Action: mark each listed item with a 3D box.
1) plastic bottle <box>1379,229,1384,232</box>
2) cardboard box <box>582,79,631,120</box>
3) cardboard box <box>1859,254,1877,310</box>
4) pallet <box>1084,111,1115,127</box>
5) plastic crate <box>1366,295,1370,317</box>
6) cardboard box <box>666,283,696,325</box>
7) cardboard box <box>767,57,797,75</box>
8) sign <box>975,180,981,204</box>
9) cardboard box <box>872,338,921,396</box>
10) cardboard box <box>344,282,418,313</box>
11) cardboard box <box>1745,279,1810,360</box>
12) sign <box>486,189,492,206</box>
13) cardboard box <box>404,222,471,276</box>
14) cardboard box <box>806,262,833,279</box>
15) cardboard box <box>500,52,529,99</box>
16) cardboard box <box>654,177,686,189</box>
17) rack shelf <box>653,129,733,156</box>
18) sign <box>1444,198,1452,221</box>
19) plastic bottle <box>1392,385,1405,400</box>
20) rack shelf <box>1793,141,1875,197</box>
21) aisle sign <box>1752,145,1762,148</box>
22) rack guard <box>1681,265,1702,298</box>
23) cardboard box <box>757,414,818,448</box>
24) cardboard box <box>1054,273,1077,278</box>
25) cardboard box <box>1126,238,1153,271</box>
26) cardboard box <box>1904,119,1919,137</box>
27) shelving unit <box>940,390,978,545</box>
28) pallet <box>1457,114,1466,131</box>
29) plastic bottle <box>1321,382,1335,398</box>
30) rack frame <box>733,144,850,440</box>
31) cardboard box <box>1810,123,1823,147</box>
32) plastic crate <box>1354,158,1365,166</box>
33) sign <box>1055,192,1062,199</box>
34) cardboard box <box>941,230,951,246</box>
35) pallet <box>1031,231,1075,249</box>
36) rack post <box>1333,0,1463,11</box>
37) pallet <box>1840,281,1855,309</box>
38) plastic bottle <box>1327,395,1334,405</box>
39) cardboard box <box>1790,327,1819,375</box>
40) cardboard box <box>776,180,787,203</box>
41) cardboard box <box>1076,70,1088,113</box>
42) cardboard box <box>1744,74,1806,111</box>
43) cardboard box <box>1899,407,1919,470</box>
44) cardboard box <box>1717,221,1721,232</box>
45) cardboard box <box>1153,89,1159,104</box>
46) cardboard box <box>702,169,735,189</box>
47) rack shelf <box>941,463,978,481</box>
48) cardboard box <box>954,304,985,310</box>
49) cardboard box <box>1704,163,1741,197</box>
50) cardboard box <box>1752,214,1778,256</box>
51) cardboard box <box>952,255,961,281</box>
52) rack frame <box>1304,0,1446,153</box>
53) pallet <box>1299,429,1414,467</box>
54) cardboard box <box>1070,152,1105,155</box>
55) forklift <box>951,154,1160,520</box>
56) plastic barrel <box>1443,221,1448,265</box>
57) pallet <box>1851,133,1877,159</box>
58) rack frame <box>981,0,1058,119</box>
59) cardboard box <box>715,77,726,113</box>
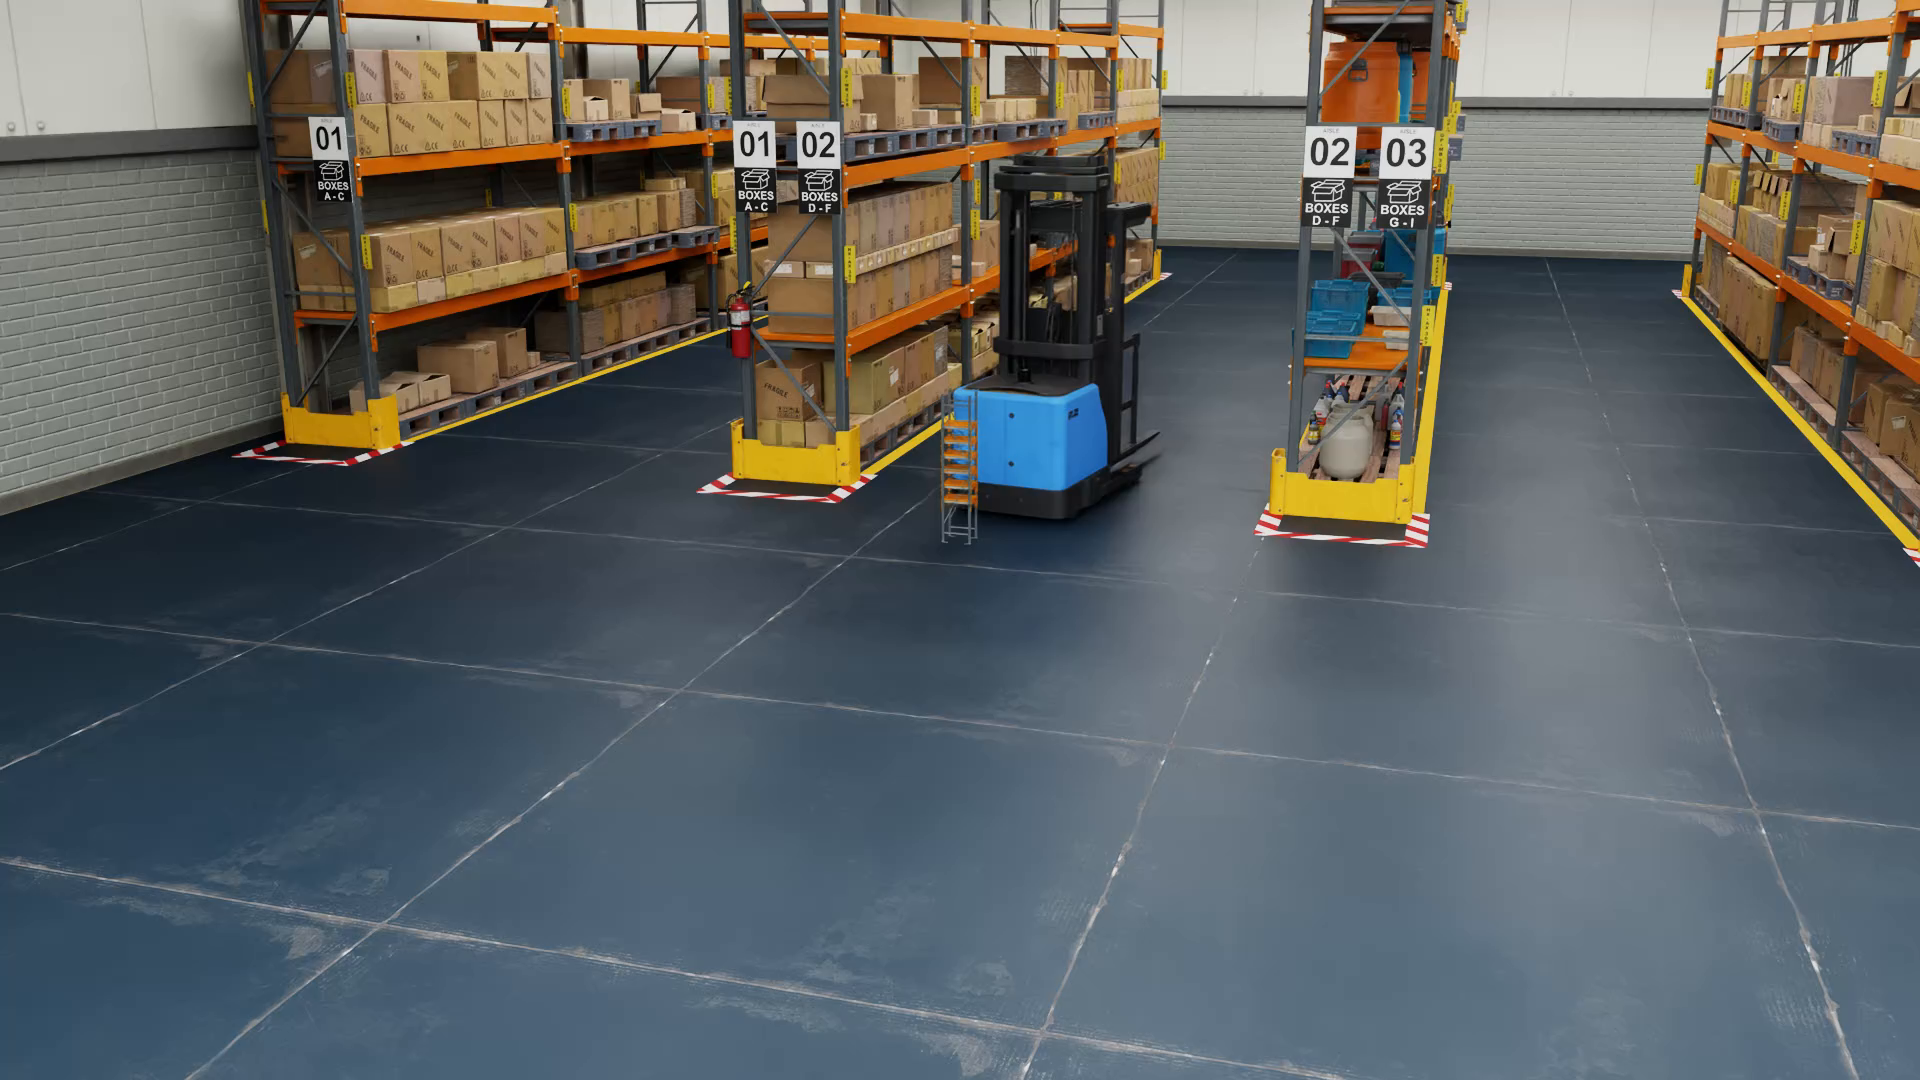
[{"bbox_3d":[5.741,-4.151,22.681,0.061,0.283,0.133,5,16,16],"label":"plastic bottle"},{"bbox_3d":[-4.533,-5.606,21.149,0.500,0.500,0.500,4,16,14],"label":"cardboard box"},{"bbox_3d":[8.944,-2.380,15.494,0.875,0.500,0.500,5,16,16],"label":"cardboard box"},{"bbox_3d":[1.655,-6.351,25.071,1.213,0.211,1.003,5,16,16],"label":"pallet"},{"bbox_3d":[3.726,-2.250,16.155,0.450,0.188,0.662,5,16,16],"label":"plastic crate"},{"bbox_3d":[-4.134,-3.317,23.301,0.700,0.500,0.500,5,17,17],"label":"cardboard box"},{"bbox_3d":[-2.868,-7.729,27.534,0.500,0.500,0.500,4,16,15],"label":"cardboard box"},{"bbox_3d":[0.248,-4.676,22.340,0.100,0.325,0.005,5,16,16],"label":"sign"},{"bbox_3d":[-0.708,-1.779,17.001,0.500,0.500,0.500,5,16,16],"label":"cardboard box"},{"bbox_3d":[-5.810,-2.448,16.701,0.500,0.250,0.500,4,16,14],"label":"cardboard box"},{"bbox_3d":[10.484,-2.707,20.499,1.225,0.875,0.875,4,16,13],"label":"cardboard box"},{"bbox_3d":[-5.649,-4.053,20.000,0.100,0.325,0.005,5,16,16],"label":"sign"},{"bbox_3d":[-5.526,-3.070,17.521,0.500,0.500,0.500,4,16,14],"label":"cardboard box"},{"bbox_3d":[-1.184,-2.470,15.170,0.380,0.149,0.250,5,16,15],"label":"cardboard box"},{"bbox_3d":[-5.145,-5.139,18.400,0.500,0.500,0.500,6,17,19],"label":"cardboard box"},{"bbox_3d":[-4.048,-4.980,23.210,0.380,0.149,0.250,2,16,9],"label":"cardboard box"},{"bbox_3d":[-3.411,-6.121,25.232,1.077,0.370,4.000,5,16,16],"label":"rack shelf"},{"bbox_3d":[7.183,-4.869,24.490,0.100,0.325,0.005,5,16,16],"label":"sign"},{"bbox_3d":[4.421,-1.382,16.752,0.144,0.351,0.185,4,16,13],"label":"plastic bottle"},{"bbox_3d":[9.700,-3.922,17.480,1.077,0.370,4.000,5,16,16],"label":"rack shelf"},{"bbox_3d":[12.850,-6.687,26.645,0.394,0.787,0.004,5,16,16],"label":"aisle sign"},{"bbox_3d":[12.548,-4.245,27.378,1.175,0.500,0.348,5,16,16],"label":"rack guard"},{"bbox_3d":[-1.633,-1.067,15.862,0.500,0.250,0.500,5,16,16],"label":"cardboard box"},{"bbox_3d":[1.609,-3.628,24.399,0.500,0.500,0.500,4,16,14],"label":"cardboard box"},{"bbox_3d":[3.126,-5.058,29.439,0.500,0.500,0.500,5,16,16],"label":"cardboard box"},{"bbox_3d":[8.635,-3.659,14.778,0.380,0.149,0.250,5,17,16],"label":"cardboard box"},{"bbox_3d":[-0.004,-0.573,13.152,0.258,1.200,0.189,5,16,16],"label":"shelving unit"},{"bbox_3d":[6.527,-5.918,23.546,1.213,0.211,1.003,5,16,16],"label":"pallet"},{"bbox_3d":[3.755,-1.444,16.971,0.144,0.351,0.185,5,17,17],"label":"plastic bottle"},{"bbox_3d":[-1.502,-2.024,14.969,1.000,3.000,0.127,5,16,16],"label":"rack frame"},{"bbox_3d":[9.744,-4.481,18.410,0.500,0.250,0.500,5,17,17],"label":"cardboard box"},{"bbox_3d":[3.499,-3.597,15.045,0.392,0.384,0.575,5,16,16],"label":"plastic crate"},{"bbox_3d":[1.304,-4.632,22.041,0.100,0.325,0.005,5,16,16],"label":"sign"},{"bbox_3d":[-0.309,-3.279,18.019,0.380,0.149,0.250,4,16,15],"label":"cardboard box"},{"bbox_3d":[0.897,-4.208,23.018,1.213,0.211,1.003,5,16,16],"label":"pallet"},{"bbox_3d":[3.583,-4.473,13.523,0.937,0.300,0.954,7,17,22],"label":"rack post"},{"bbox_3d":[9.488,-2.398,16.638,1.003,0.211,1.213,5,16,16],"label":"pallet"},{"bbox_3d":[3.696,-1.315,16.662,0.097,0.271,0.097,0,16,0],"label":"plastic bottle"},{"bbox_3d":[10.097,-2.180,19.294,0.700,0.500,0.500,4,16,13],"label":"cardboard box"},{"bbox_3d":[-3.018,-5.342,25.902,0.500,0.500,0.500,5,16,16],"label":"cardboard box"},{"bbox_3d":[1.526,-6.602,24.476,0.600,0.600,0.600,4,16,15],"label":"cardboard box"},{"bbox_3d":[11.570,-6.345,23.570,0.700,0.500,0.500,4,16,13],"label":"cardboard box"},{"bbox_3d":[8.723,-0.880,14.748,0.500,0.500,0.500,3,16,11],"label":"cardboard box"},{"bbox_3d":[11.469,-4.648,24.680,0.380,0.149,0.250,5,17,17],"label":"cardboard box"},{"bbox_3d":[3.143,-7.667,28.726,0.500,0.250,0.500,5,16,16],"label":"cardboard box"},{"bbox_3d":[-3.451,-5.301,24.384,0.500,0.250,0.500,4,16,15],"label":"cardboard box"},{"bbox_3d":[-0.004,-0.531,13.164,0.258,0.103,0.180,5,16,16],"label":"rack shelf"},{"bbox_3d":[0.053,-2.881,21.230,0.500,0.311,0.500,4,16,14],"label":"cardboard box"},{"bbox_3d":[12.004,-5.637,26.062,0.500,0.500,0.500,4,16,15],"label":"cardboard box"},{"bbox_3d":[10.608,-3.944,21.552,0.500,0.500,0.500,5,17,17],"label":"cardboard box"},{"bbox_3d":[-0.267,-3.131,19.145,0.500,0.250,0.500,6,17,19],"label":"cardboard box"},{"bbox_3d":[3.246,-4.525,12.792,1.000,3.000,0.127,5,16,16],"label":"rack frame"},{"bbox_3d":[3.807,-0.851,15.944,1.003,0.211,1.213,5,16,16],"label":"pallet"},{"bbox_3d":[2.090,-6.111,27.363,0.500,0.500,0.500,5,17,16],"label":"cardboard box"},{"bbox_3d":[1.014,-1.934,14.778,1.130,2.935,3.031,7,17,24],"label":"forklift"},{"bbox_3d":[5.678,-3.653,20.461,0.600,0.536,0.708,5,16,16],"label":"plastic barrel"},{"bbox_3d":[9.409,-3.807,16.103,1.213,0.211,1.003,5,16,16],"label":"pallet"},{"bbox_3d":[0.771,-7.003,21.529,1.000,3.000,0.127,5,16,16],"label":"rack frame"},{"bbox_3d":[-3.796,-6.477,24.182,0.700,0.500,0.500,4,16,13],"label":"cardboard box"}]
